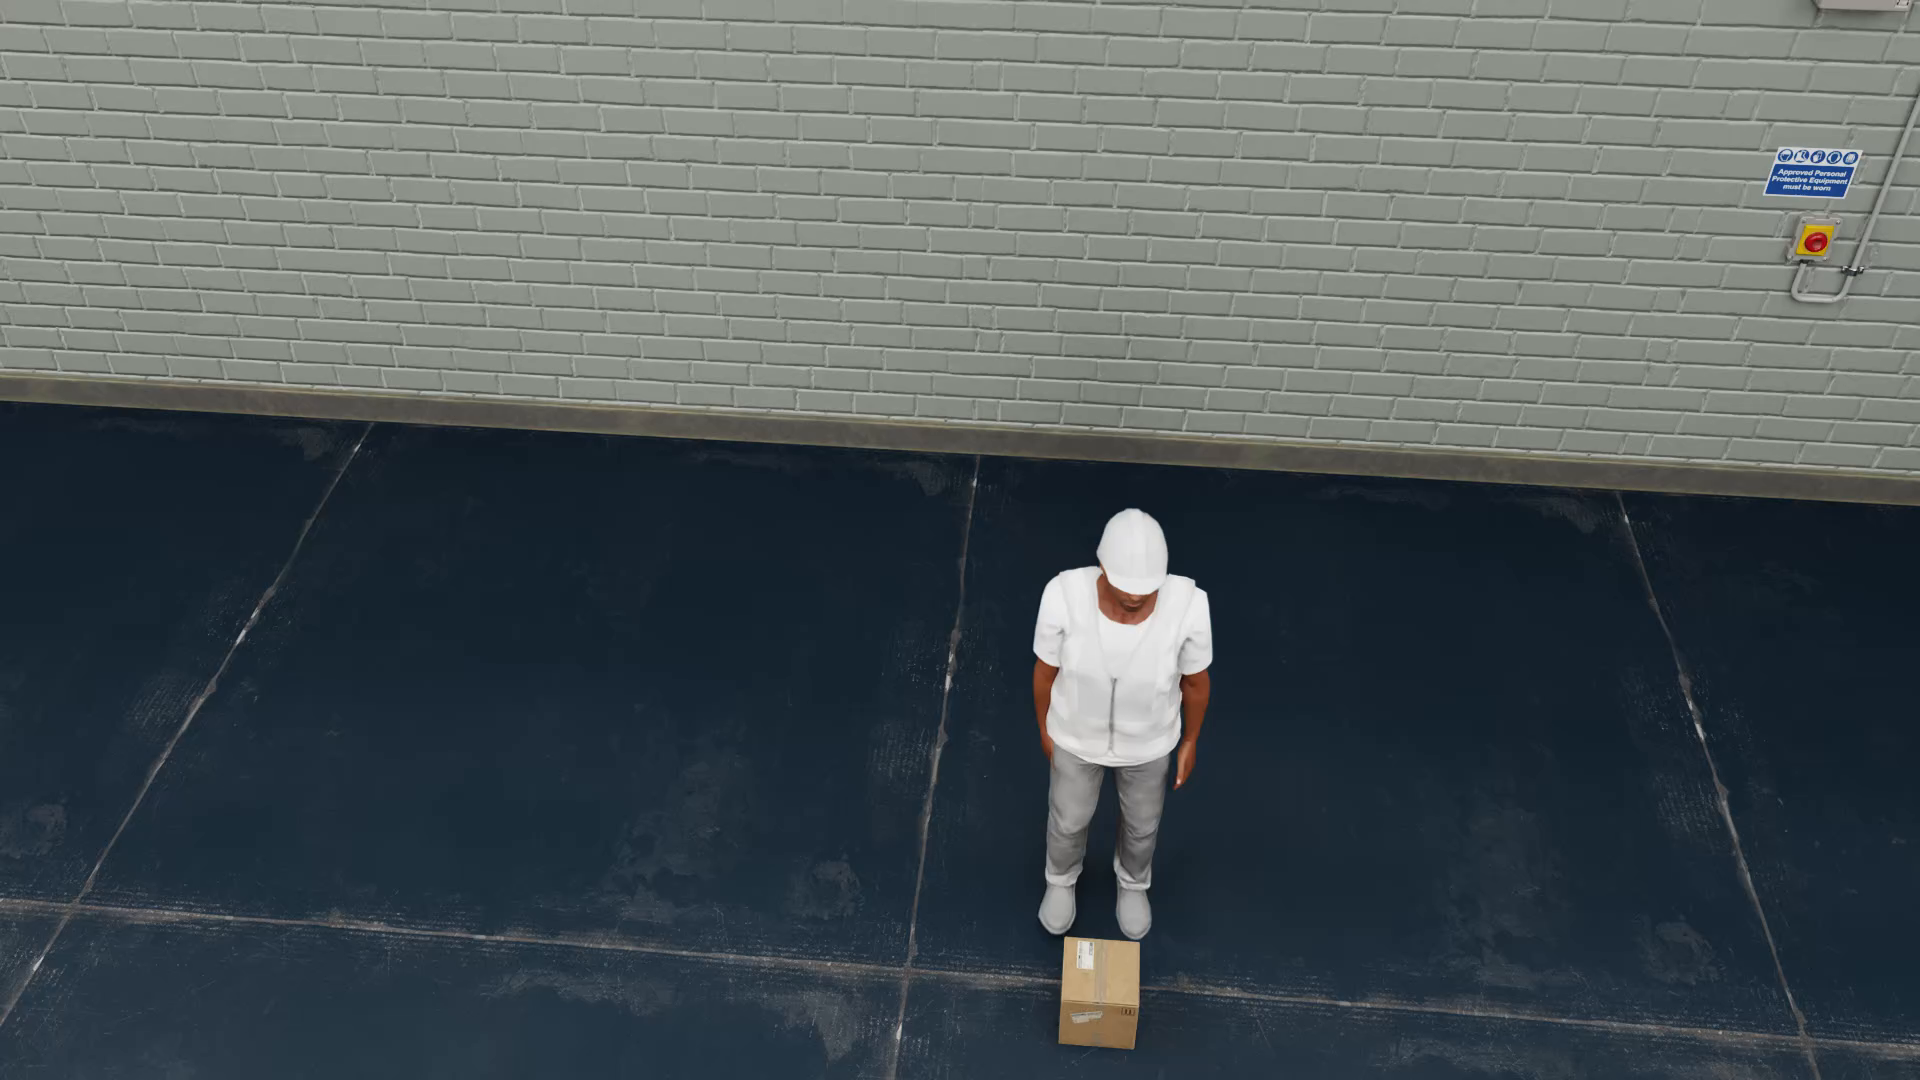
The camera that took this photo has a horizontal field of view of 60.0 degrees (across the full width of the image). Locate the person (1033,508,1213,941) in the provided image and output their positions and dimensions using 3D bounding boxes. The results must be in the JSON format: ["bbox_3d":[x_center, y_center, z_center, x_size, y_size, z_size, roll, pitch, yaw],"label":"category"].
[{"bbox_3d":[0.508,0.624,5.399,0.565,1.773,0.364,4,40,5],"label":"person"}]
